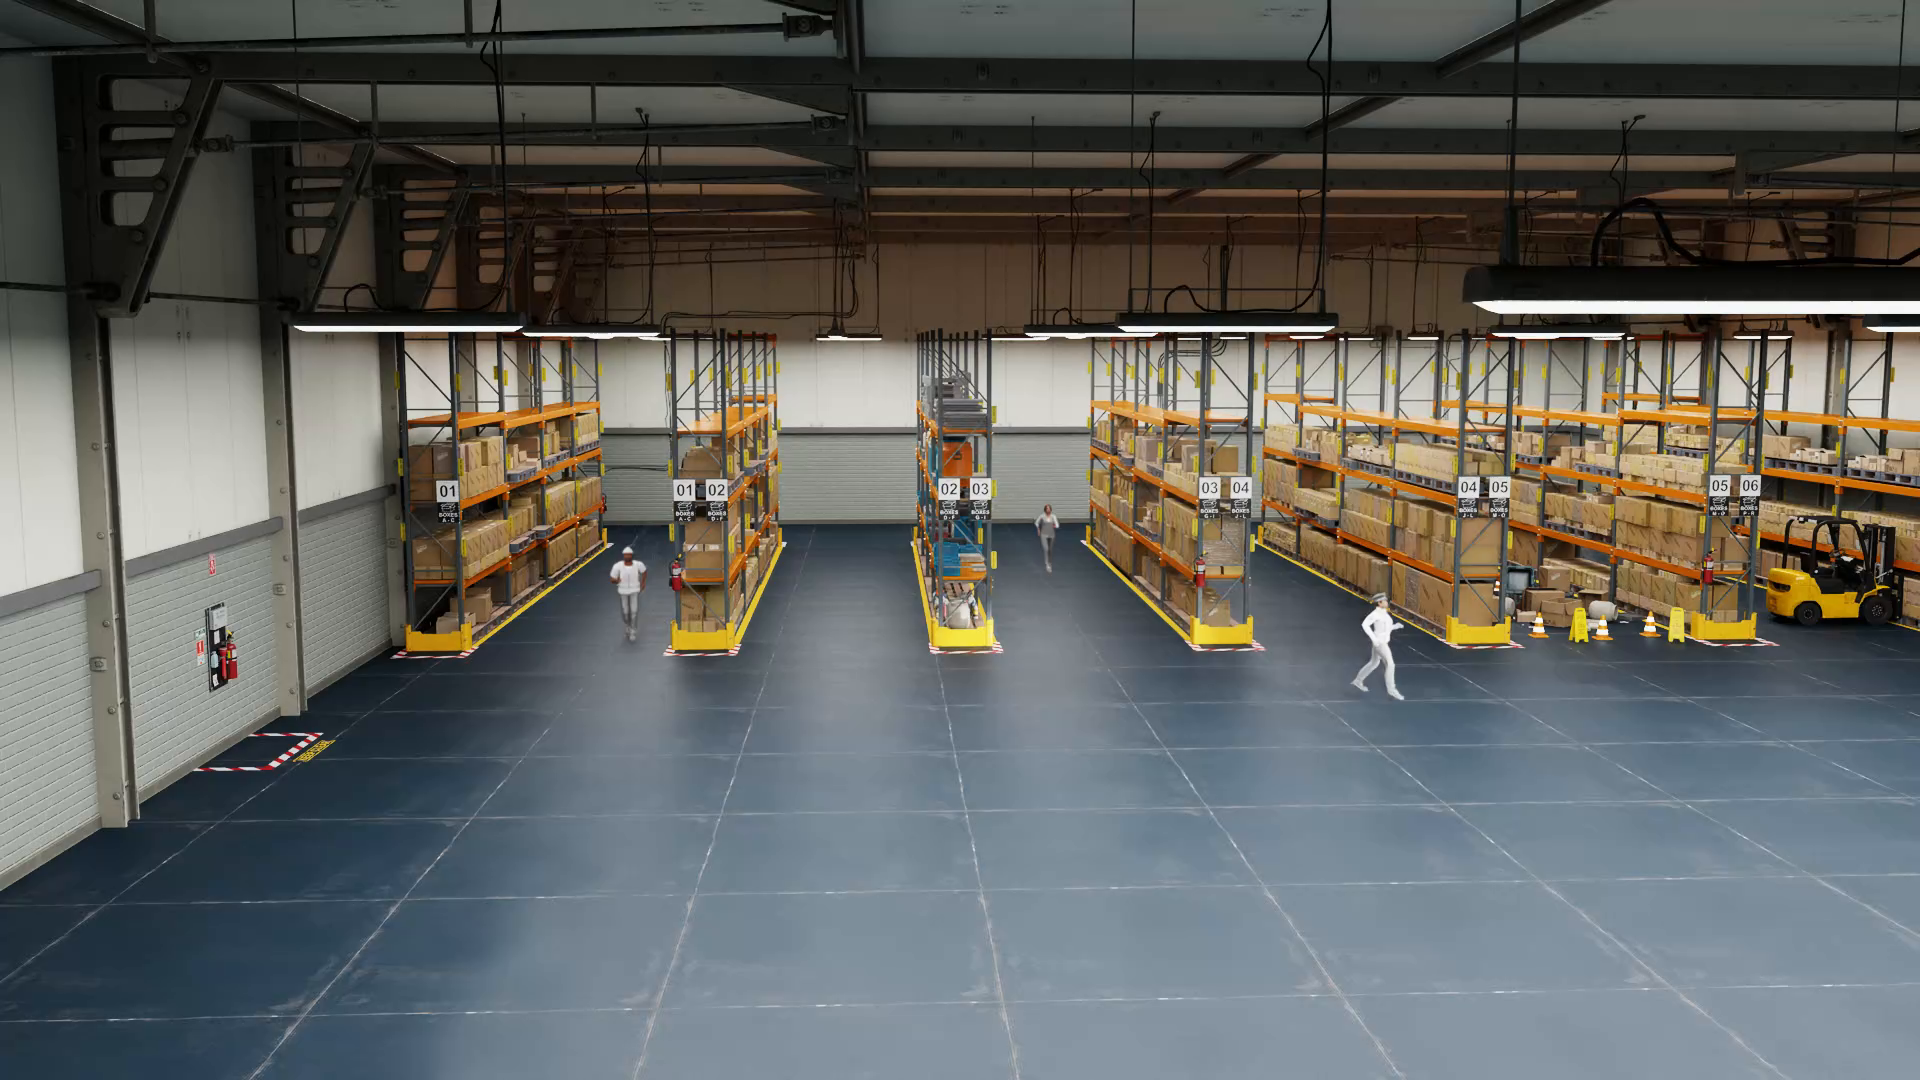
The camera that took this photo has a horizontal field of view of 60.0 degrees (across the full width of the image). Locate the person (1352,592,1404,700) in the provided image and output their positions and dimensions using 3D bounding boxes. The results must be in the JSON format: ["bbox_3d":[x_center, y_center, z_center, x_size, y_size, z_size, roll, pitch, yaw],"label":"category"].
[{"bbox_3d":[6.800,1.695,26.970,0.857,1.725,0.593,3,7,21],"label":"person"}]

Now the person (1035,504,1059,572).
[{"bbox_3d":[2.115,-0.060,40.080,0.540,1.601,0.845,-1,7,-10],"label":"person"}]

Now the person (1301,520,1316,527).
[{"bbox_3d":[10.077,-0.828,48.635,0.841,1.655,0.598,5,9,38],"label":"person"}]

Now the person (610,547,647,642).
[{"bbox_3d":[-6.433,1.021,32.264,0.695,1.771,0.962,-1,7,-9],"label":"person"}]
